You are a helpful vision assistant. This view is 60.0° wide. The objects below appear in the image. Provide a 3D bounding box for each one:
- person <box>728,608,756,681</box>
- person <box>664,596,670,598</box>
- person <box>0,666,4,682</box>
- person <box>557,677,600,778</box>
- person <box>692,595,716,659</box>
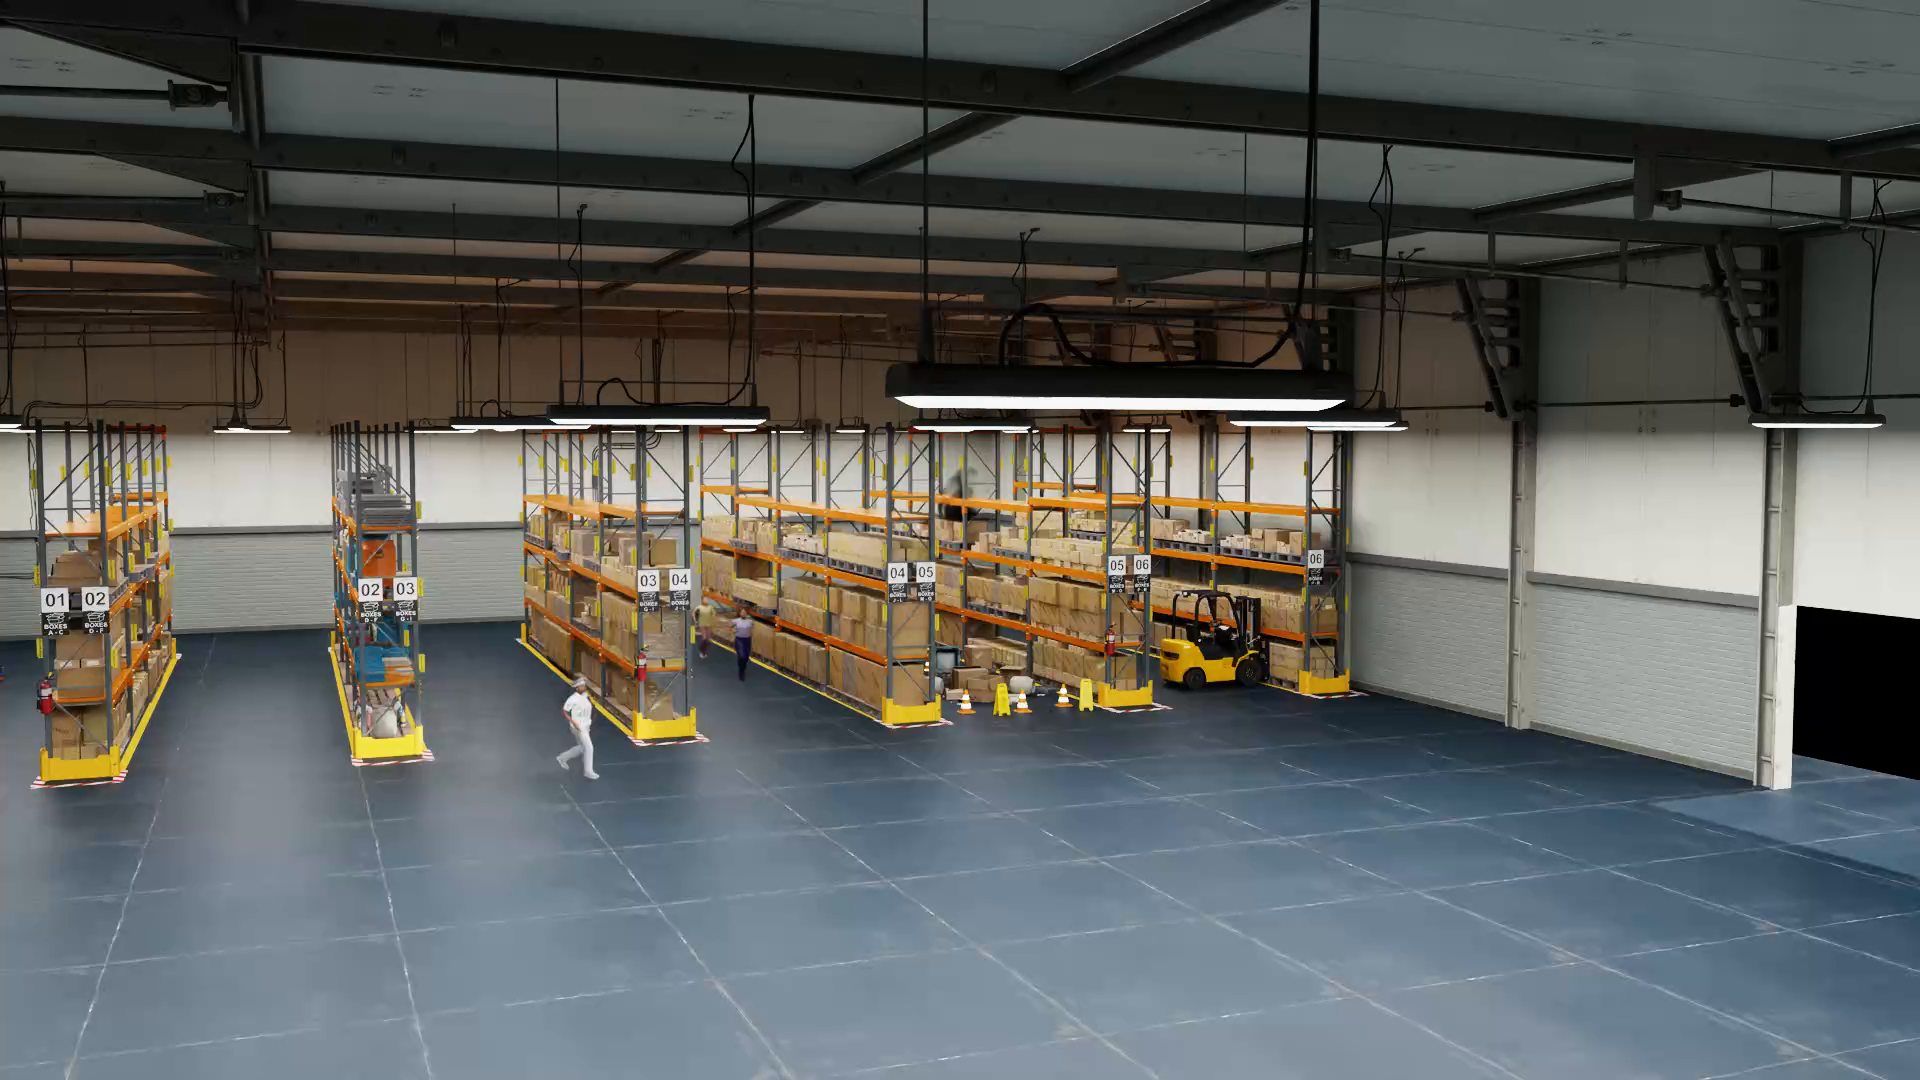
[{"bbox_3d":[-5.123,2.460,39.224,0.580,1.692,0.770,-2,4,-27],"label":"person"},{"bbox_3d":[-8.354,1.894,46.664,0.729,1.769,0.909,0,4,4],"label":"person"},{"bbox_3d":[-18.347,2.935,31.372,0.547,1.718,0.777,-3,4,-36],"label":"person"},{"bbox_3d":[-6.409,3.143,27.939,0.773,1.703,0.574,1,4,15],"label":"person"},{"bbox_3d":[-6.515,2.226,42.552,0.558,1.638,0.626,-2,4,-25],"label":"person"}]
